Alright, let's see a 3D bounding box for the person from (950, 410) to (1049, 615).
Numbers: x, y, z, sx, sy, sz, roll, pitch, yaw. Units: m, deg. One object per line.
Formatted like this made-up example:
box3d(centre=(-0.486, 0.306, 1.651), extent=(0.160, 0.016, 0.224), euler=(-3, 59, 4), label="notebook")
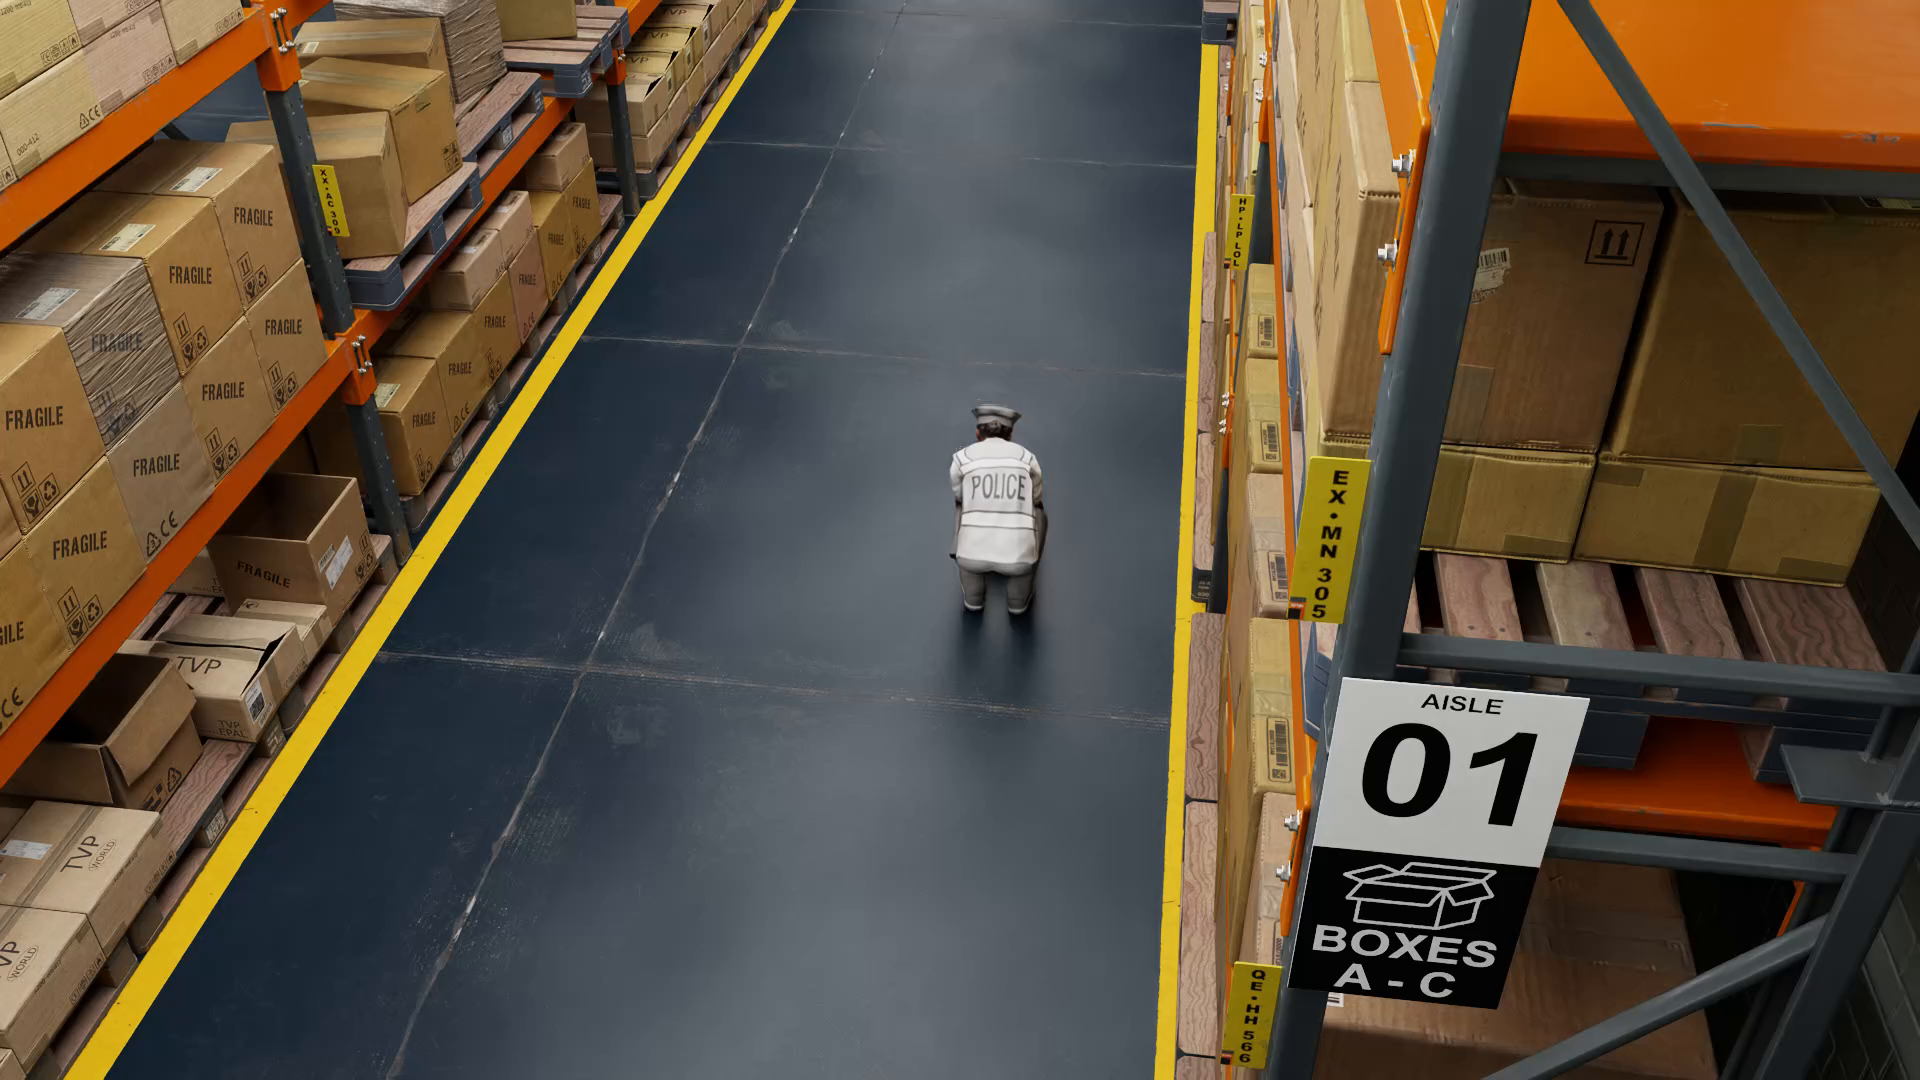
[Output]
box3d(centre=(0.186, -0.114, 7.905), extent=(0.467, 0.850, 0.866), euler=(4, 37, 6), label="person")
